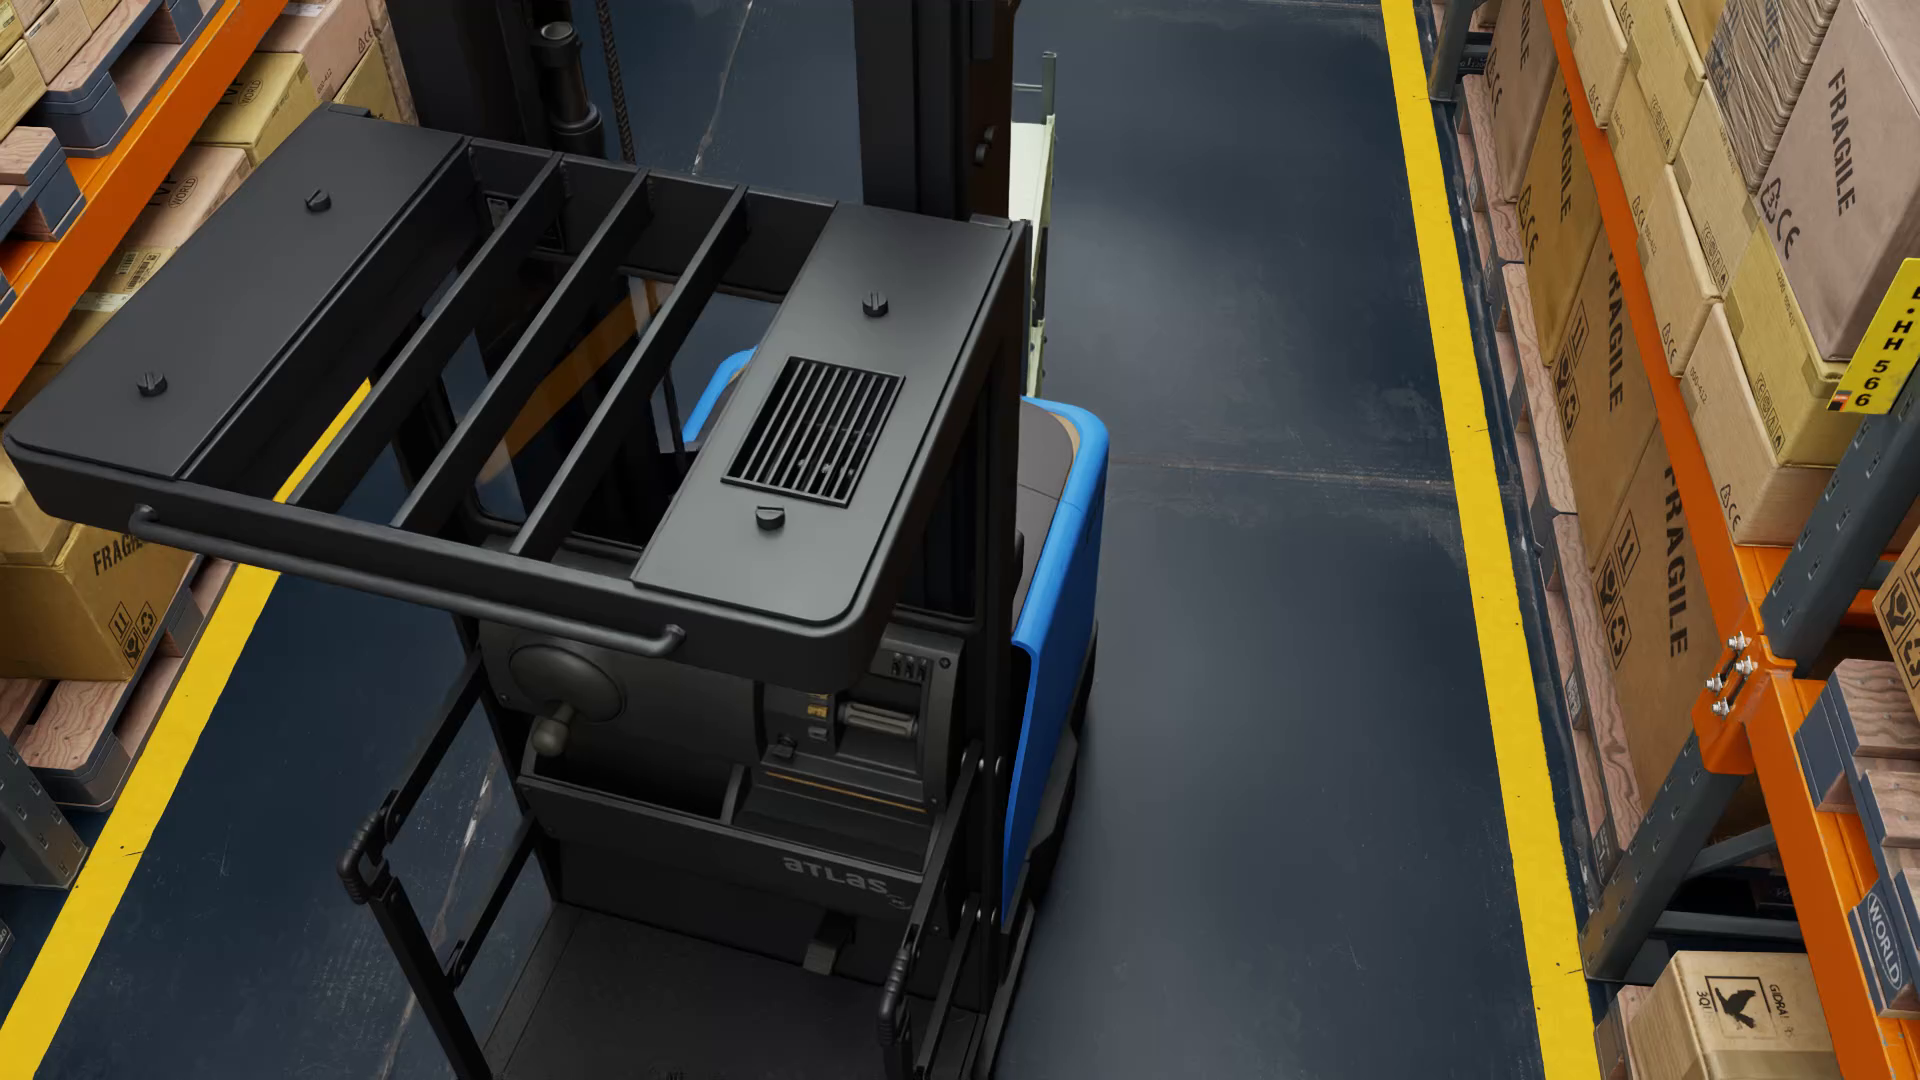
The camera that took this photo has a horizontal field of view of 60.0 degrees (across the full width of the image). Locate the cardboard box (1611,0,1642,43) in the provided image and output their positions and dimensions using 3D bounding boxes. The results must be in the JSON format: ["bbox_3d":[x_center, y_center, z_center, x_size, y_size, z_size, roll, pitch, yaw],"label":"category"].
[{"bbox_3d":[1.999,-1.531,4.381,0.500,0.250,0.500,3,48,2],"label":"cardboard box"}]

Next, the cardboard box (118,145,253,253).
[{"bbox_3d":[-2.440,-0.940,4.978,0.500,0.250,0.500,4,48,4],"label":"cardboard box"}]

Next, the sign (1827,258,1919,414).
[{"bbox_3d":[1.538,-0.330,2.734,0.100,0.325,0.005,4,48,4],"label":"sign"}]

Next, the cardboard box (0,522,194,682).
[{"bbox_3d":[-2.529,0.037,4.593,0.500,0.500,0.500,2,48,2],"label":"cardboard box"}]

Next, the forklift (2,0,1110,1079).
[{"bbox_3d":[-0.513,0.366,2.929,1.130,2.935,3.031,12,49,11],"label":"forklift"}]

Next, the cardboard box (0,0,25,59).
[{"bbox_3d":[-2.537,-1.243,4.038,0.380,0.149,0.250,4,48,4],"label":"cardboard box"}]

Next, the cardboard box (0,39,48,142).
[{"bbox_3d":[-2.534,-1.129,4.135,0.380,0.149,0.250,6,48,5],"label":"cardboard box"}]

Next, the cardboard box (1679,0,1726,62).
[{"bbox_3d":[1.968,-1.415,3.766,0.500,0.500,0.500,4,48,4],"label":"cardboard box"}]

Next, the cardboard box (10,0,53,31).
[{"bbox_3d":[-2.514,-1.426,4.205,0.380,0.149,0.250,4,48,4],"label":"cardboard box"}]

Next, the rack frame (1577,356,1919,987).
[{"bbox_3d":[2.091,0.096,3.129,1.000,3.000,0.127,4,48,4],"label":"rack frame"}]

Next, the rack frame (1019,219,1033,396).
[{"bbox_3d":[-0.027,-0.254,4.466,0.400,1.500,0.023,5,48,4],"label":"rack frame"}]

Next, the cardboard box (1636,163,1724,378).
[{"bbox_3d":[1.909,-0.619,3.885,0.500,0.250,0.500,5,48,4],"label":"cardboard box"}]

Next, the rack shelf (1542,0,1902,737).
[{"bbox_3d":[2.273,-1.131,4.739,1.077,0.370,4.000,4,48,4],"label":"rack shelf"}]

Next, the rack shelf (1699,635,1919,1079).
[{"bbox_3d":[1.909,1.808,2.051,1.077,0.370,4.000,4,48,4],"label":"rack shelf"}]

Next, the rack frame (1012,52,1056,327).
[{"bbox_3d":[0.055,-0.790,4.957,0.400,1.500,0.023,5,48,4],"label":"rack frame"}]

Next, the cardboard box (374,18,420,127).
[{"bbox_3d":[-2.300,-1.839,6.309,0.500,0.500,0.500,3,48,3],"label":"cardboard box"}]

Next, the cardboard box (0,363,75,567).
[{"bbox_3d":[-2.544,-0.204,4.305,0.500,0.250,0.500,2,48,2],"label":"cardboard box"}]

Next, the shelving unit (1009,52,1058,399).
[{"bbox_3d":[0.014,-0.522,4.711,0.431,1.500,0.755,5,48,4],"label":"shelving unit"}]

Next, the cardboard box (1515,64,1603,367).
[{"bbox_3d":[2.404,-1.143,5.418,0.875,0.875,0.875,5,48,5],"label":"cardboard box"}]

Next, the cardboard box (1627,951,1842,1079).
[{"bbox_3d":[2.030,1.256,3.565,0.950,0.372,0.625,1,48,1],"label":"cardboard box"}]

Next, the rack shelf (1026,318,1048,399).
[{"bbox_3d":[0.014,-0.302,4.952,0.431,0.370,0.720,5,48,4],"label":"rack shelf"}]

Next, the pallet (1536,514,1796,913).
[{"bbox_3d":[2.238,0.463,4.684,1.003,0.211,1.213,4,48,4],"label":"pallet"}]

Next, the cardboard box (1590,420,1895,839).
[{"bbox_3d":[2.237,0.169,4.218,0.875,0.875,0.875,3,48,3],"label":"cardboard box"}]

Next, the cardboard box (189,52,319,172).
[{"bbox_3d":[-2.393,-1.323,5.328,0.500,0.250,0.500,2,48,2],"label":"cardboard box"}]

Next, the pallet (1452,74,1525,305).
[{"bbox_3d":[2.460,-1.330,6.324,1.003,0.211,1.213,4,48,4],"label":"pallet"}]

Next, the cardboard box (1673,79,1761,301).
[{"bbox_3d":[1.925,-0.772,3.686,0.500,0.250,0.500,3,48,3],"label":"cardboard box"}]

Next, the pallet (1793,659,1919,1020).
[{"bbox_3d":[2.132,0.692,2.715,1.213,0.211,1.003,4,48,4],"label":"pallet"}]

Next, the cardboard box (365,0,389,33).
[{"bbox_3d":[-2.299,-2.089,6.029,0.500,0.250,0.500,3,48,2],"label":"cardboard box"}]

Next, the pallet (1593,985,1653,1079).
[{"bbox_3d":[2.018,1.611,3.633,1.003,0.211,1.213,4,48,4],"label":"pallet"}]

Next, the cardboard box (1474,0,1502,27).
[{"bbox_3d":[2.620,-2.575,7.024,0.875,0.438,0.875,3,48,3],"label":"cardboard box"}]

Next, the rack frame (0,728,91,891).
[{"bbox_3d":[-2.848,-0.163,3.366,1.000,3.000,0.127,4,48,4],"label":"rack frame"}]

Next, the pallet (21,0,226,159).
[{"bbox_3d":[-2.708,-1.555,4.770,1.003,0.211,1.213,4,48,4],"label":"pallet"}]

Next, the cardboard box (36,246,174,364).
[{"bbox_3d":[-2.498,-0.577,4.646,0.500,0.250,0.500,3,48,3],"label":"cardboard box"}]

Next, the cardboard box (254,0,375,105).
[{"bbox_3d":[-2.359,-1.712,5.684,0.500,0.250,0.500,6,48,5],"label":"cardboard box"}]

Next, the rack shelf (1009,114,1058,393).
[{"bbox_3d":[0.014,-0.785,4.423,0.431,0.370,0.720,5,48,4],"label":"rack shelf"}]

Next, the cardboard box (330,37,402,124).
[{"bbox_3d":[-2.347,-1.462,5.964,0.500,0.500,0.500,3,48,3],"label":"cardboard box"}]

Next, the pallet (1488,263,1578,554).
[{"bbox_3d":[2.352,-0.431,5.501,1.003,0.211,1.213,4,48,4],"label":"pallet"}]

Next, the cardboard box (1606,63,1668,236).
[{"bbox_3d":[1.971,-0.988,4.222,0.500,0.250,0.500,3,48,3],"label":"cardboard box"}]

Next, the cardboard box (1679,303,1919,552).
[{"bbox_3d":[1.878,-0.242,3.541,0.500,0.250,0.500,2,48,2],"label":"cardboard box"}]

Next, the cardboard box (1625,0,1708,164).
[{"bbox_3d":[1.951,-1.150,4.032,0.500,0.250,0.500,3,48,3],"label":"cardboard box"}]

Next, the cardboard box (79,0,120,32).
[{"bbox_3d":[-2.487,-1.509,4.483,0.380,0.149,0.250,4,48,4],"label":"cardboard box"}]

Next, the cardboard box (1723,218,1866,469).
[{"bbox_3d":[1.882,-0.395,3.341,0.500,0.250,0.500,4,48,3],"label":"cardboard box"}]

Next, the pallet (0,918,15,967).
[{"bbox_3d":[-2.995,1.353,3.870,1.003,0.211,1.213,4,48,4],"label":"pallet"}]

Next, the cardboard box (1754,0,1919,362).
[{"bbox_3d":[1.878,-0.673,3.087,0.500,0.500,0.500,3,48,2],"label":"cardboard box"}]

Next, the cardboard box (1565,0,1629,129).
[{"bbox_3d":[1.990,-1.365,4.567,0.500,0.250,0.500,3,48,3],"label":"cardboard box"}]

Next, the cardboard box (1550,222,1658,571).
[{"bbox_3d":[2.322,-0.486,4.817,0.875,0.875,0.875,4,48,4],"label":"cardboard box"}]

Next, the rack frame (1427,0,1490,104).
[{"bbox_3d":[2.456,-2.843,5.818,1.000,3.000,0.127,4,48,4],"label":"rack frame"}]

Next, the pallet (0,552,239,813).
[{"bbox_3d":[-2.775,0.204,4.920,1.003,0.211,1.213,4,48,4],"label":"pallet"}]

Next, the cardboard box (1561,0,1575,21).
[{"bbox_3d":[2.044,-1.731,4.902,0.500,0.250,0.500,4,48,3],"label":"cardboard box"}]

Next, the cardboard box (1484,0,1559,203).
[{"bbox_3d":[2.479,-1.807,6.025,0.875,0.875,0.875,5,48,5],"label":"cardboard box"}]

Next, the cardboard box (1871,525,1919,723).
[{"bbox_3d":[1.819,0.135,2.540,0.500,0.500,0.500,3,48,2],"label":"cardboard box"}]

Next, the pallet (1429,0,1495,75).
[{"bbox_3d":[2.603,-2.456,7.353,1.003,0.211,1.213,4,48,4],"label":"pallet"}]

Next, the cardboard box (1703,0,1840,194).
[{"bbox_3d":[1.916,-1.050,3.432,0.500,0.500,0.500,5,48,4],"label":"cardboard box"}]

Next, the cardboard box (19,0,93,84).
[{"bbox_3d":[-2.512,-1.324,4.314,0.380,0.149,0.250,5,48,5],"label":"cardboard box"}]

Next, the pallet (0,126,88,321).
[{"bbox_3d":[-2.889,-0.629,3.922,1.213,0.211,1.003,4,48,4],"label":"pallet"}]
